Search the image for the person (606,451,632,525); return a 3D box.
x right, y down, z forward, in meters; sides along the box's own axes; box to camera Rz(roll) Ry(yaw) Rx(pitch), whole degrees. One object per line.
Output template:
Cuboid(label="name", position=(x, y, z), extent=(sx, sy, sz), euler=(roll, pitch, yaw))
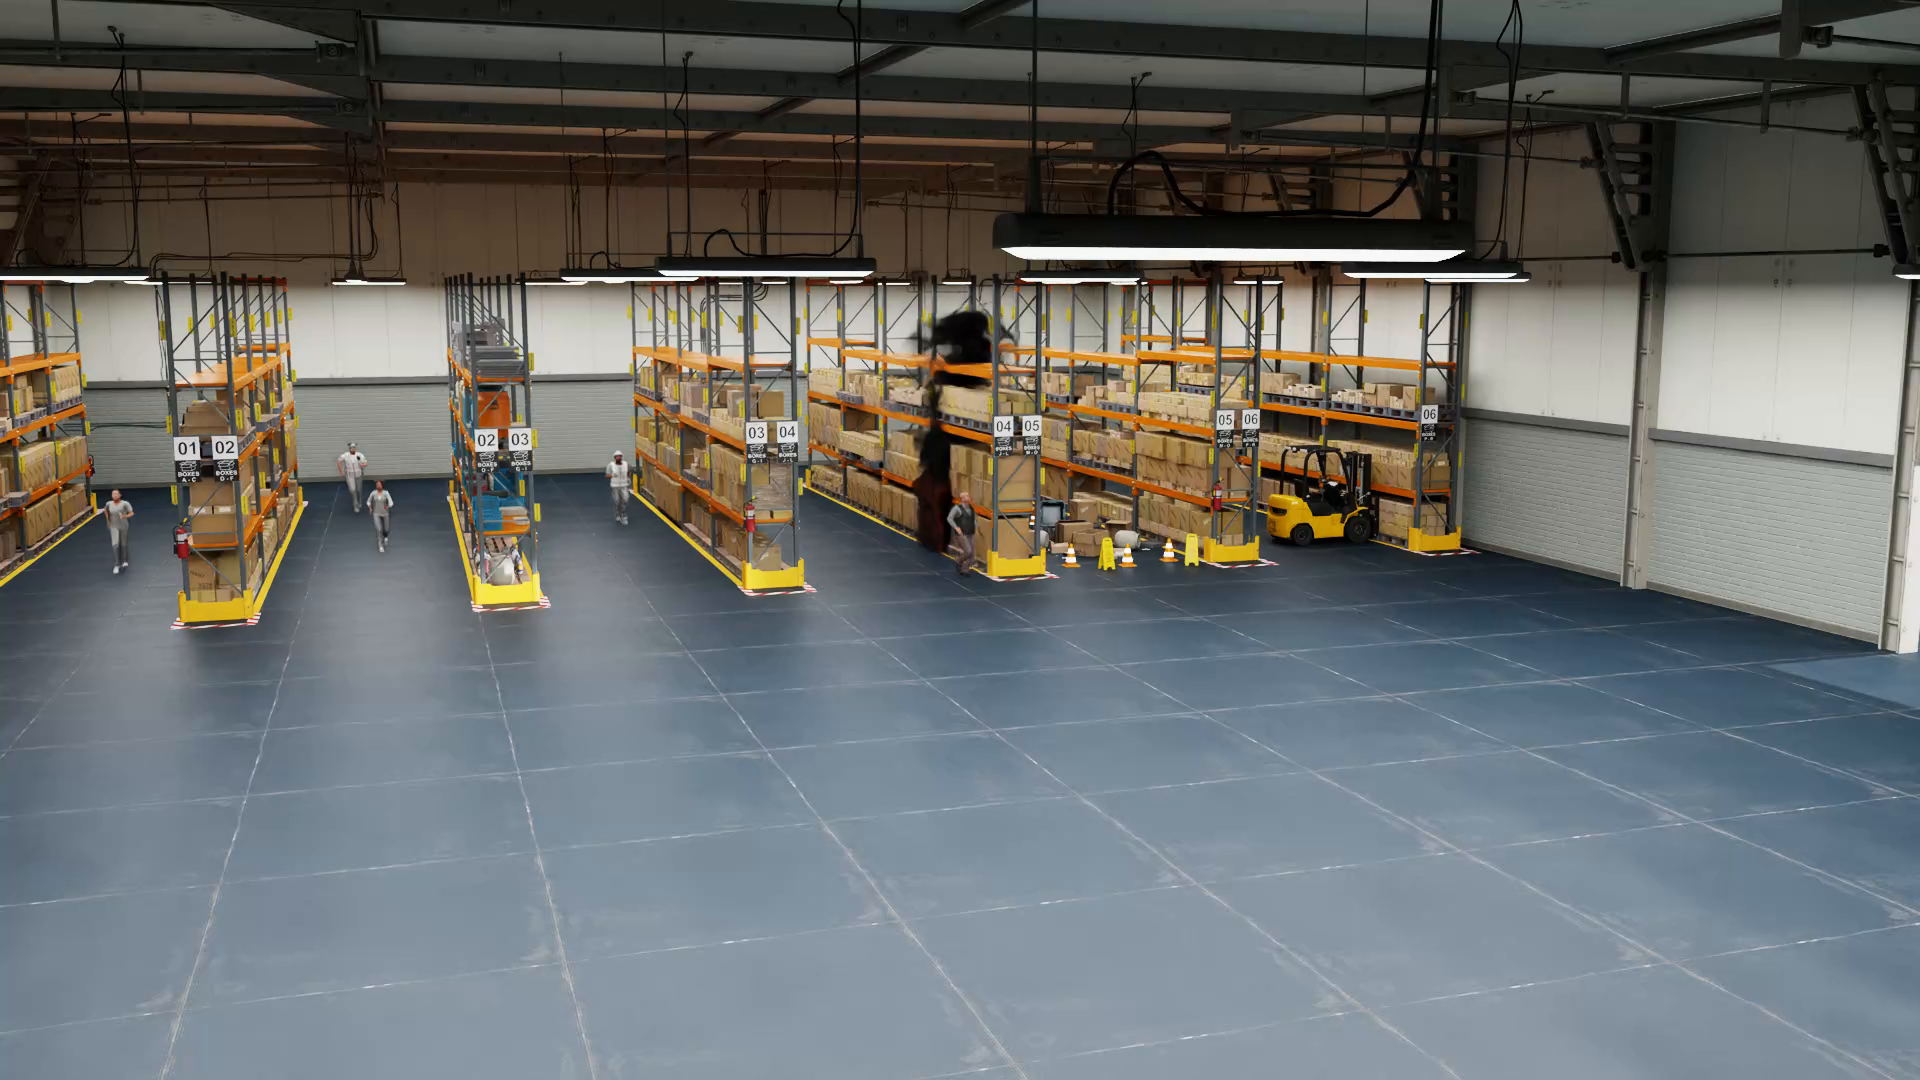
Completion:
Cuboid(label="person", position=(-8.300, -1.267, 40.567), extent=(0.659, 1.827, 0.715), euler=(-3, 9, -18))

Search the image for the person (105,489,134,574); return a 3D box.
Cuboid(label="person", position=(-17.111, -0.211, 33.891), extent=(0.552, 1.709, 0.778), euler=(-4, 9, -22))

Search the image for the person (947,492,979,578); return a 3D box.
Cuboid(label="person", position=(0.129, -0.095, 32.599), extent=(0.687, 1.687, 0.514), euler=(-7, 11, -39))

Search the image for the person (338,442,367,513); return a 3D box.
Cuboid(label="person", position=(-15.707, -1.631, 43.056), extent=(0.684, 1.842, 0.890), euler=(-5, 10, -29))

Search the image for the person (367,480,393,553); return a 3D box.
Cuboid(label="person", position=(-12.713, -0.539, 36.468), extent=(0.546, 1.560, 0.730), euler=(-3, 9, -19))
